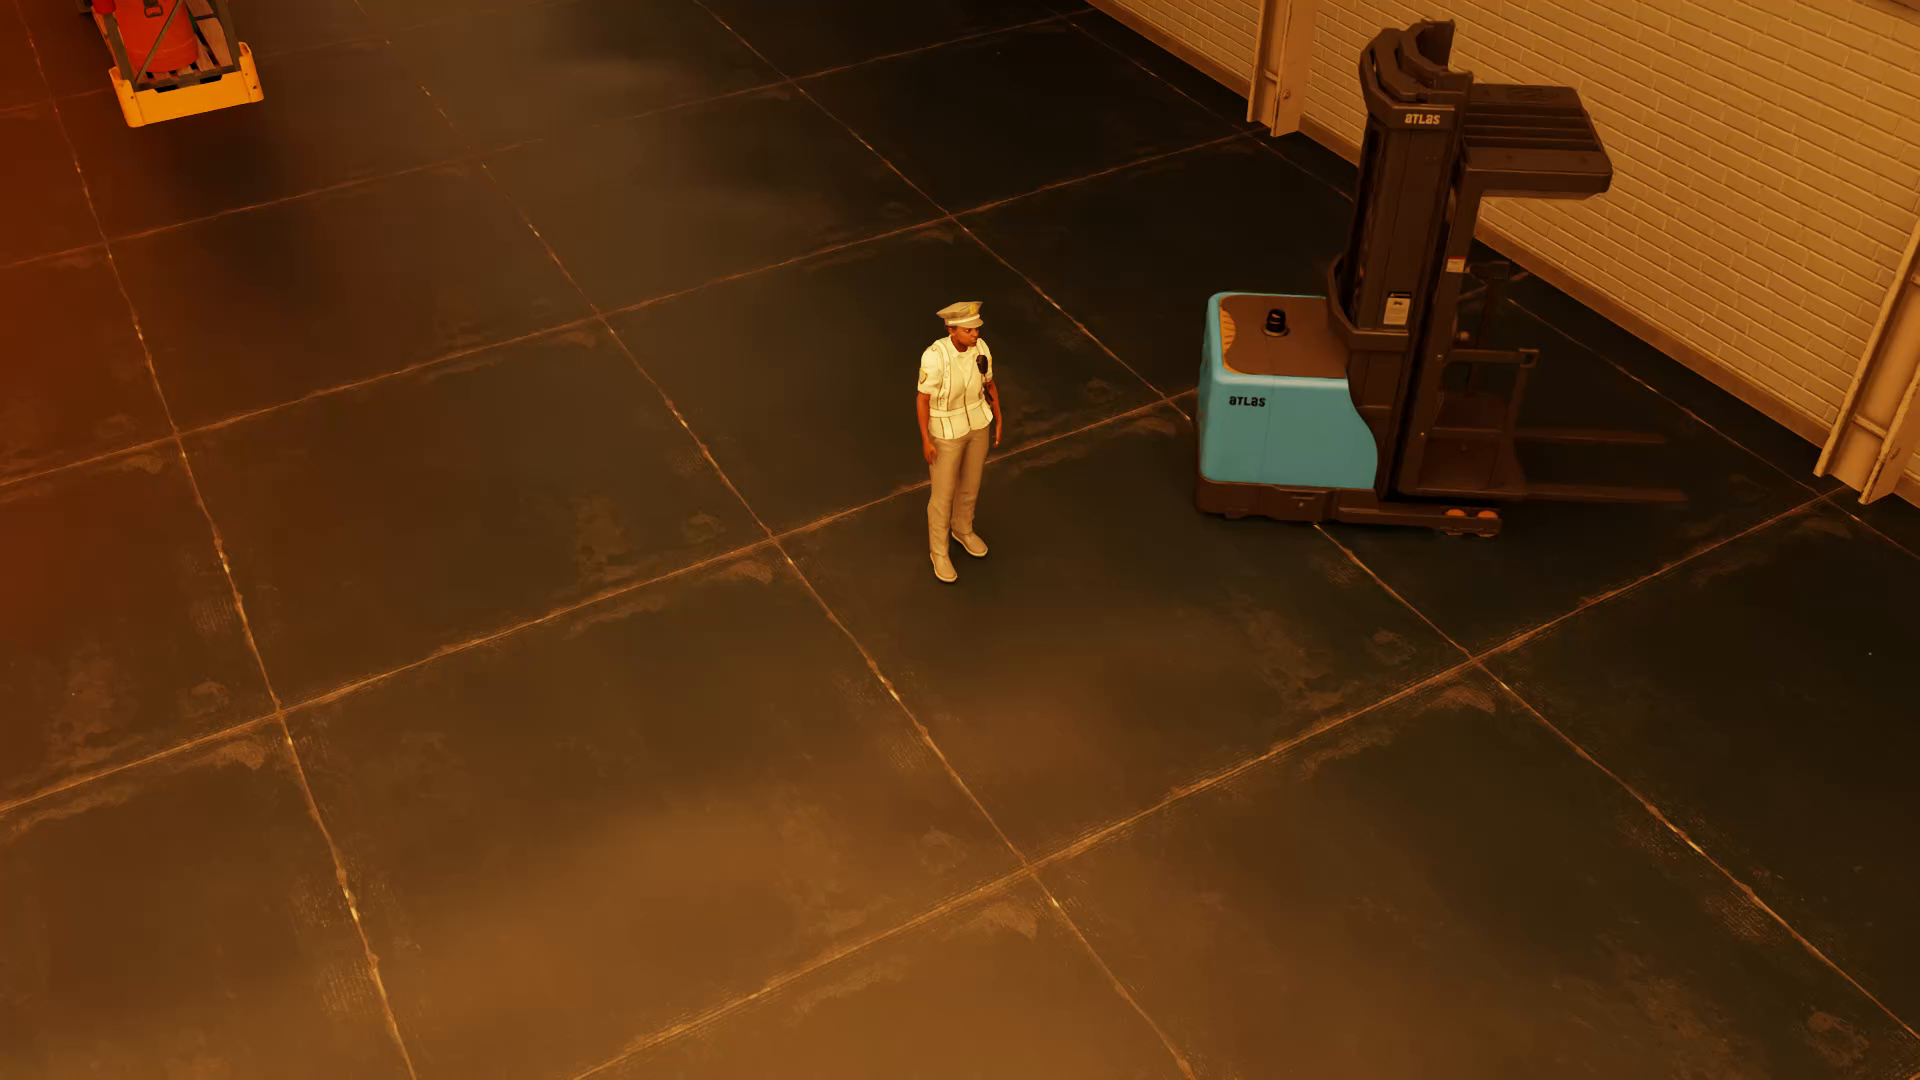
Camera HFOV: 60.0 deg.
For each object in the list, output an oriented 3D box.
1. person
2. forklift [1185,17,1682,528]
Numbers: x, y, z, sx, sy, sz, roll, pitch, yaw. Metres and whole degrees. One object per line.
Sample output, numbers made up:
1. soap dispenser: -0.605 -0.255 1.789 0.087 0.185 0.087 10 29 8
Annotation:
1. person: 0.020 -0.610 9.729 0.569 1.694 0.530 -20 44 -23
2. forklift: 3.034 -1.553 9.908 3.031 2.935 1.130 -2 40 -2
